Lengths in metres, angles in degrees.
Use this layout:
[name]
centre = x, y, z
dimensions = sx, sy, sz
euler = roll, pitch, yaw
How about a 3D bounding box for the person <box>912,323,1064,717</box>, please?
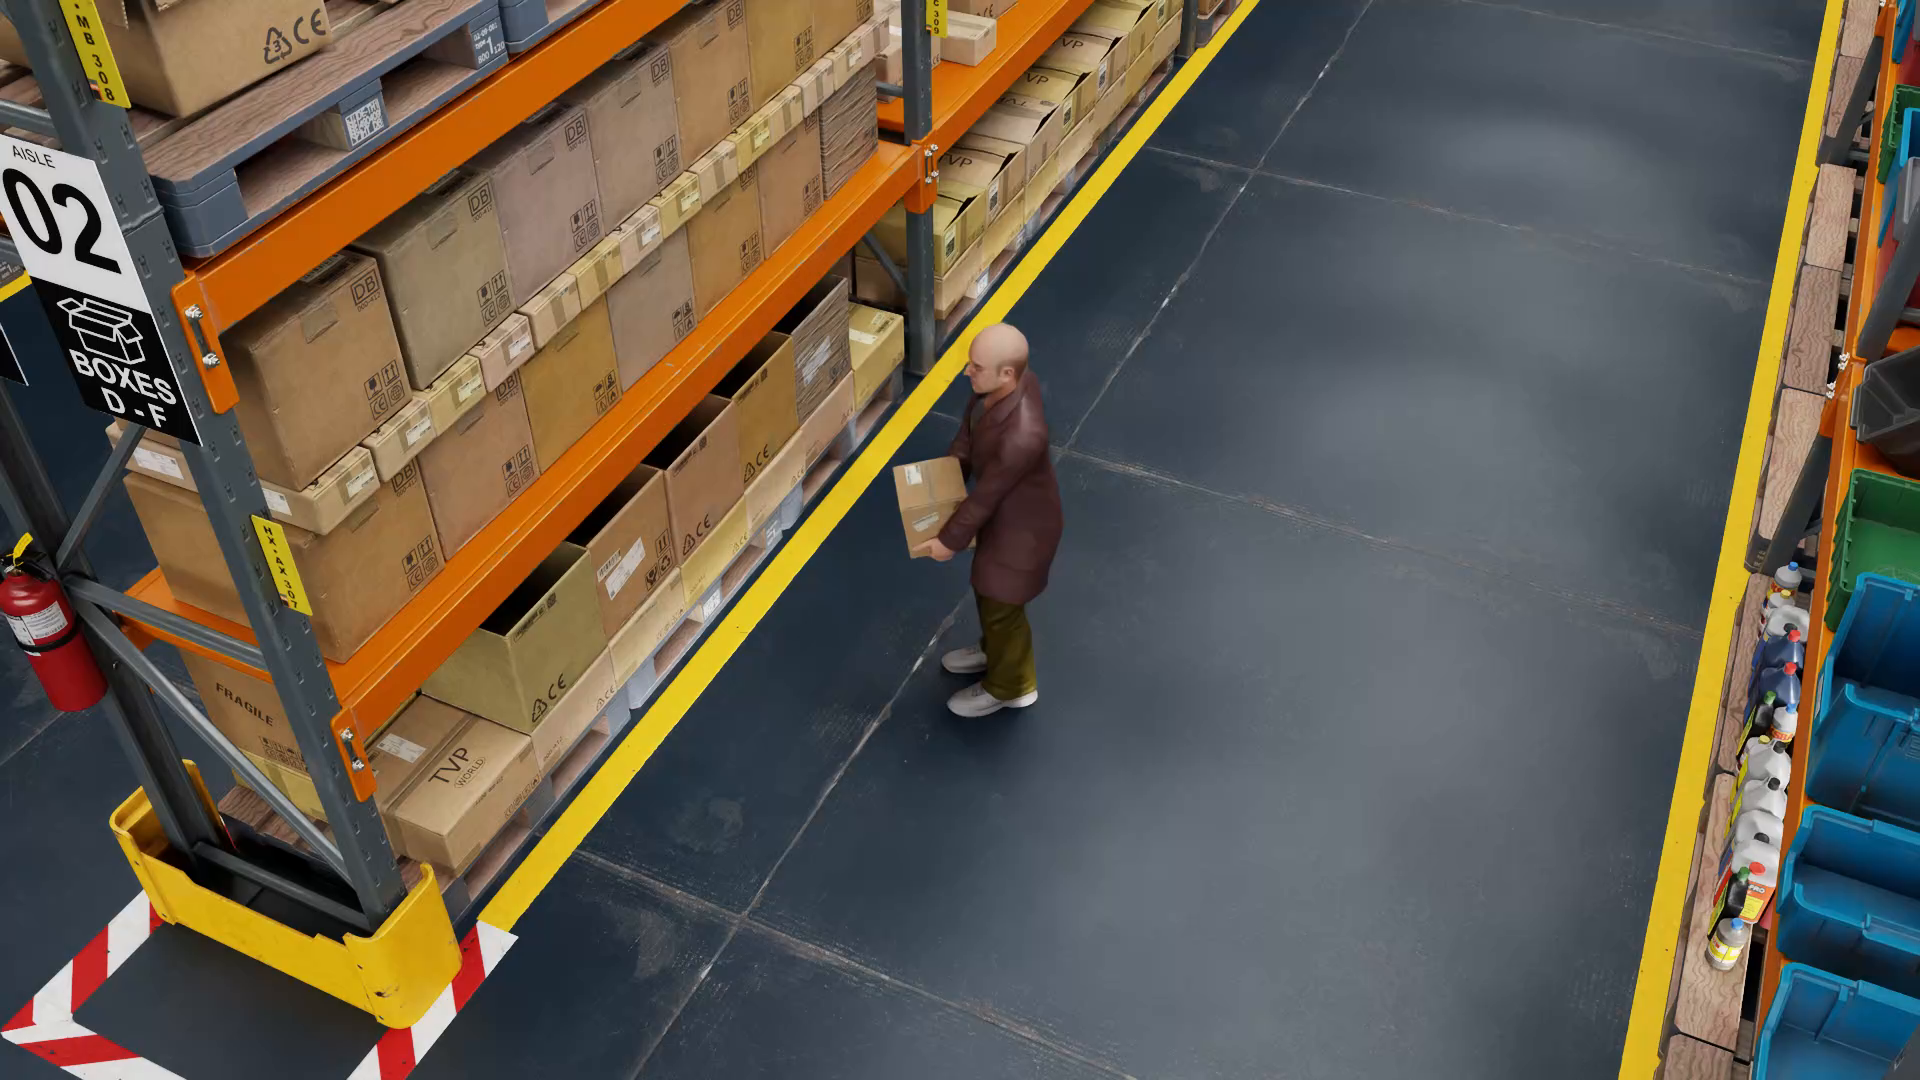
[person]
centre = 0.096, -0.063, 6.248
dimensions = 0.580, 1.776, 0.524
euler = -5, 42, -6
